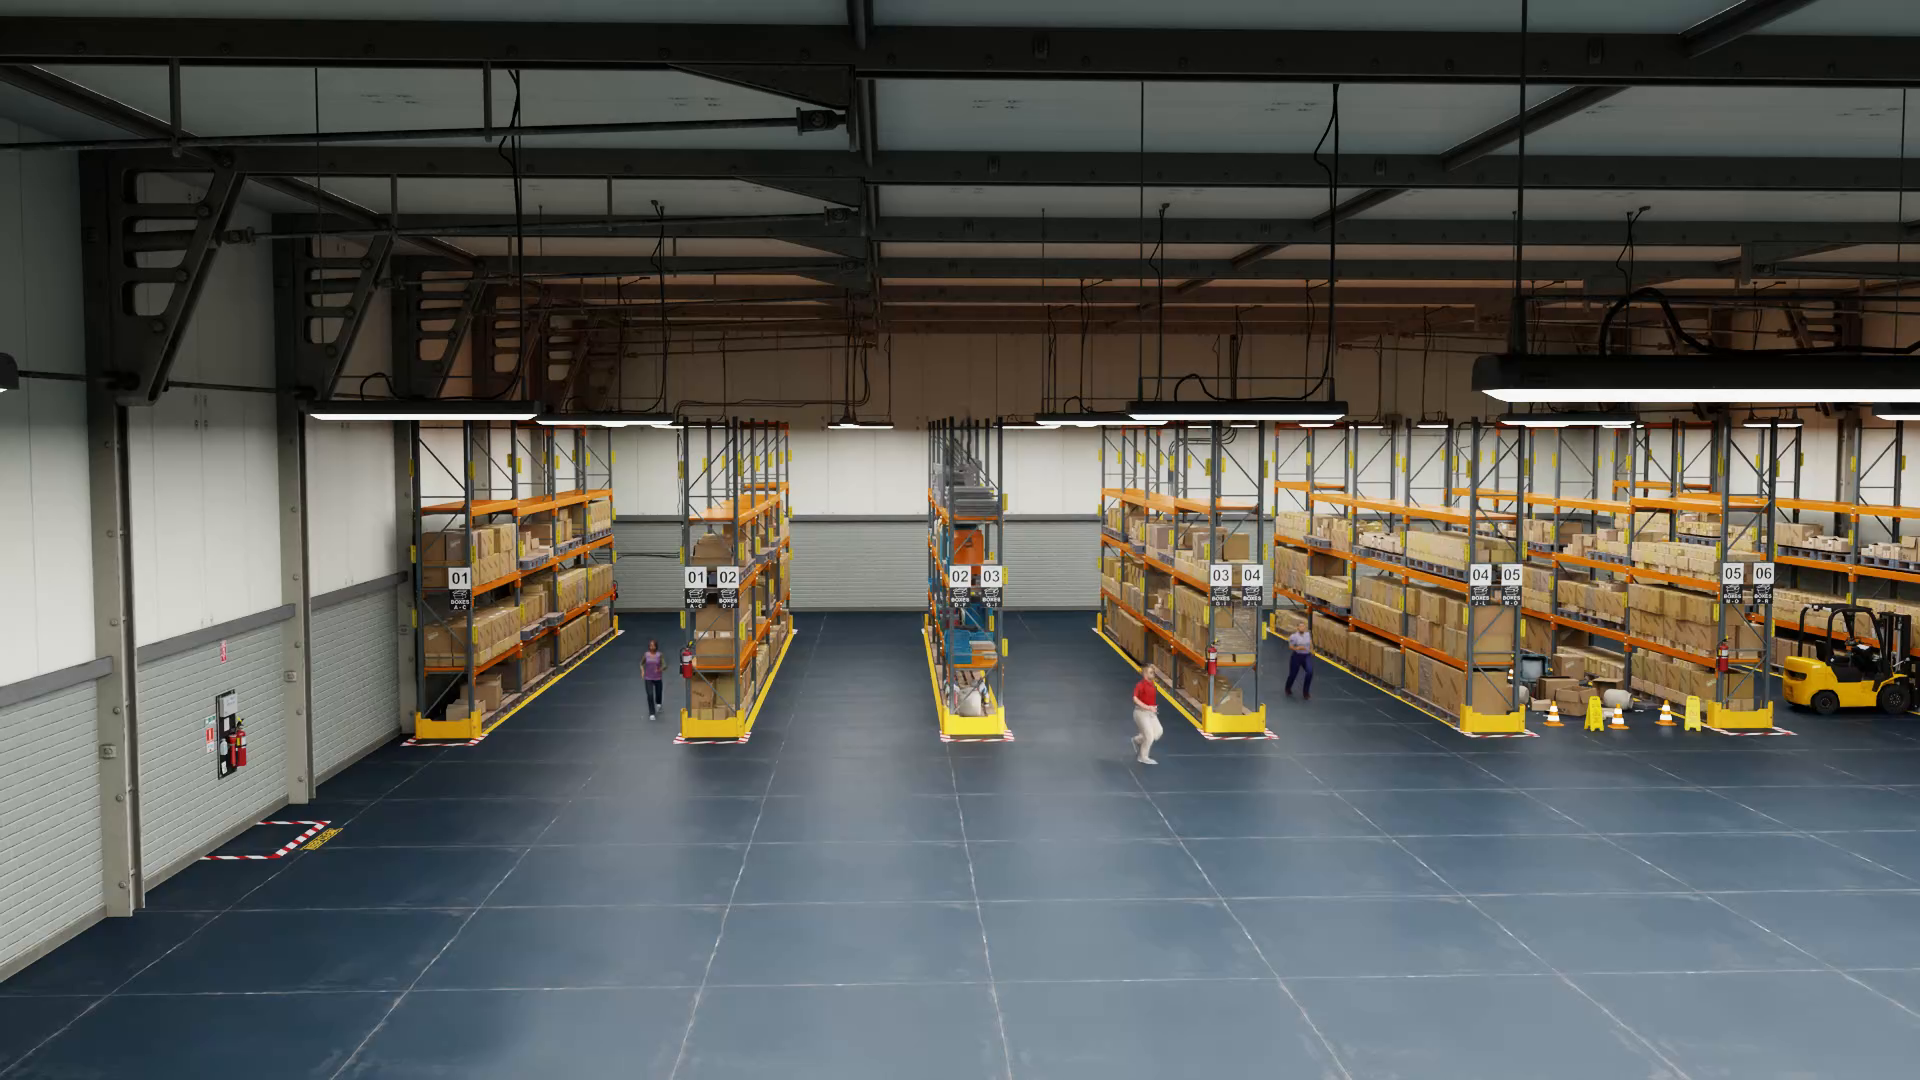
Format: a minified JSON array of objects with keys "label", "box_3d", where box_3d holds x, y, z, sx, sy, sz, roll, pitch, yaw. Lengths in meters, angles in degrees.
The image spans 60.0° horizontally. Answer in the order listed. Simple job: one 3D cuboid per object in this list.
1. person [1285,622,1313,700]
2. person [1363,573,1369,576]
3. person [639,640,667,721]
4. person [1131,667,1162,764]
[{"label":"person","box_3d":[7.307,2.584,35.682,0.611,1.689,0.871,-1,4,-9]},{"label":"person","box_3d":[11.447,1.805,46.875,0.686,1.720,0.589,-1,4,-13]},{"label":"person","box_3d":[-6.114,2.772,33.114,0.547,1.552,0.722,0,4,-7]},{"label":"person","box_3d":[3.191,3.019,28.683,0.592,1.684,0.677,2,4,31]}]
